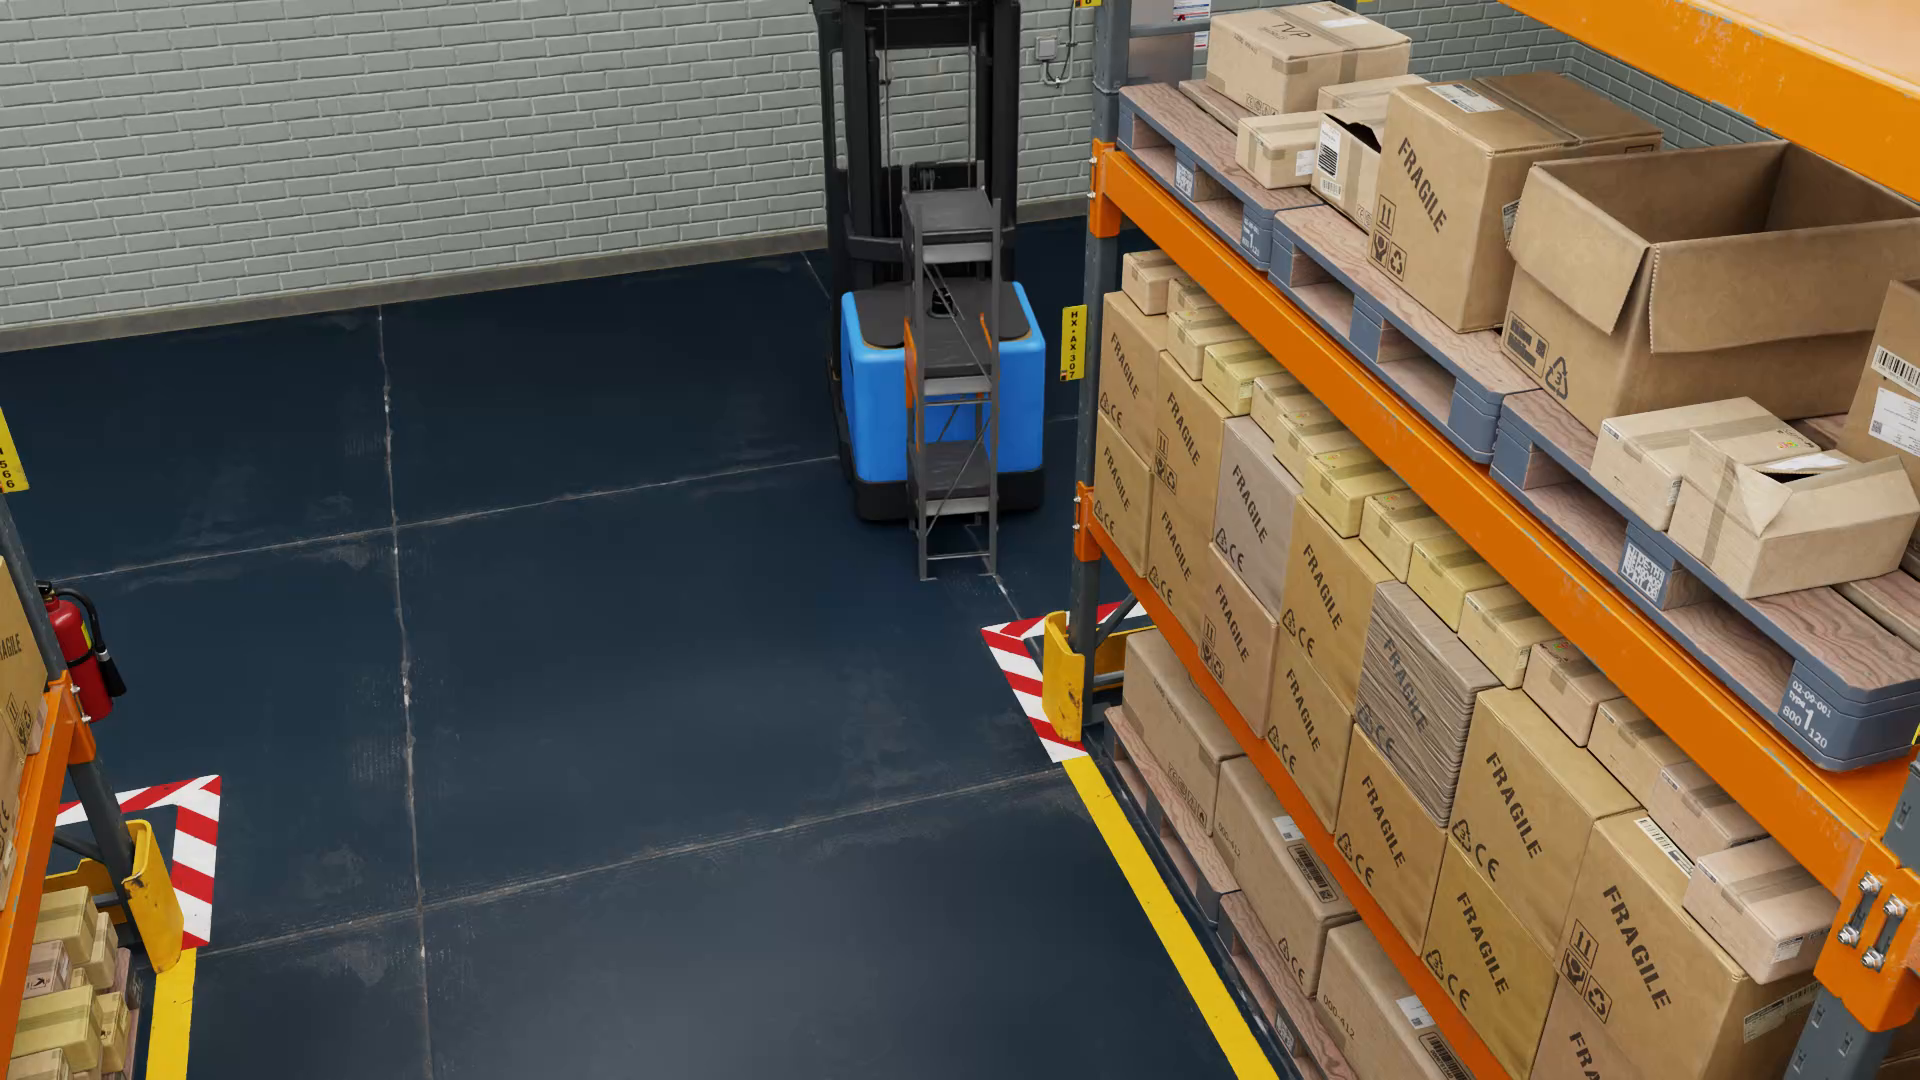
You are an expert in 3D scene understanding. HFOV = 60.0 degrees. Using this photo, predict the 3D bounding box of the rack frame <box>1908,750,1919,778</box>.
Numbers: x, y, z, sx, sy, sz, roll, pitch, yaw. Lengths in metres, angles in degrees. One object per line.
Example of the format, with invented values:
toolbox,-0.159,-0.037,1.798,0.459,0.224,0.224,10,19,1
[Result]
rack frame,2.207,-0.889,2.253,1.000,3.000,0.127,-10,35,-15

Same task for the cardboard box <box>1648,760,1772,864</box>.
cardboard box,1.833,0.619,3.825,0.380,0.149,0.250,-9,35,-14

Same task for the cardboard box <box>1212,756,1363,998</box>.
cardboard box,1.571,1.216,6.451,0.875,0.438,0.875,-9,35,-13

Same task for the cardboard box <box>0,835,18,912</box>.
cardboard box,-3.097,1.024,5.028,0.380,0.149,0.250,-9,35,-13

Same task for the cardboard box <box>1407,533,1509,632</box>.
cardboard box,1.480,0.094,4.620,0.380,0.149,0.250,-11,35,-16

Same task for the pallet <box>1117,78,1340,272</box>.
pallet,1.223,-1.313,5.696,1.003,0.211,1.213,-10,35,-15

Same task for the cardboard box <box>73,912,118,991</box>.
cardboard box,-3.263,1.518,5.986,0.380,0.149,0.250,-11,35,-16

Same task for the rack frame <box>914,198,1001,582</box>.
rack frame,-0.011,-0.675,8.186,0.400,2.100,0.015,-5,34,-7

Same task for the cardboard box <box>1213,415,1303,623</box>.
cardboard box,1.191,-0.106,5.512,0.500,0.500,0.500,-10,35,-15

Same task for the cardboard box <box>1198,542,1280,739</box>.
cardboard box,1.179,0.303,5.799,0.500,0.500,0.500,-10,35,-15

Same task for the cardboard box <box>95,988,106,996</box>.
cardboard box,-3.337,1.655,6.050,0.380,0.149,0.250,-9,35,-14

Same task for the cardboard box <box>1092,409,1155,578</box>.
cardboard box,0.860,-0.228,6.603,0.500,0.500,0.500,-10,35,-15

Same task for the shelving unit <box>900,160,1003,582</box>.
shelving unit,-0.046,-0.808,8.387,0.431,2.100,0.503,-5,34,-7

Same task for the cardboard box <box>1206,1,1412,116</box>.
cardboard box,1.210,-1.671,5.821,0.500,0.250,0.500,-13,36,-19

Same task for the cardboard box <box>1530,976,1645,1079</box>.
cardboard box,1.822,1.371,4.182,0.500,0.500,0.500,-10,35,-14

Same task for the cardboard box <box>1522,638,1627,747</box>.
cardboard box,1.672,0.357,4.223,0.380,0.149,0.250,-10,35,-15

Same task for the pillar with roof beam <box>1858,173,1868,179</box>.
pillar with roof beam,1.649,-4.669,7.973,9.100,9.000,0.400,-10,35,-15

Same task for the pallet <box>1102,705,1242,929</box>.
pallet,1.306,1.084,7.238,1.003,0.211,1.213,-10,35,-15

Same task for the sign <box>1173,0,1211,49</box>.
sign,1.697,-3.872,12.294,0.329,0.494,0.001,-10,35,-15

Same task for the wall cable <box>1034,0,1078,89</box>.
wall cable,0.592,-4.111,11.649,0.588,1.984,0.122,-10,35,-15

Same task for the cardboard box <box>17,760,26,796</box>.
cardboard box,-3.287,0.764,5.420,0.380,0.149,0.250,-10,35,-15

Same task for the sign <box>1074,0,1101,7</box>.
sign,0.457,-2.045,5.859,0.100,0.325,0.005,-10,35,-15

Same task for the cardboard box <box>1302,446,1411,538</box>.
cardboard box,1.265,-0.162,5.007,0.380,0.149,0.250,-11,35,-16

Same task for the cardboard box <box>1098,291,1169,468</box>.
cardboard box,0.862,-0.645,6.328,0.500,0.500,0.500,-11,35,-16

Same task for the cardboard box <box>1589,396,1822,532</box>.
cardboard box,1.627,-0.170,3.642,0.380,0.149,0.250,-9,35,-14

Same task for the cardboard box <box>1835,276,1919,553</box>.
cardboard box,2.228,-0.241,3.430,0.500,0.500,0.500,-9,35,-14

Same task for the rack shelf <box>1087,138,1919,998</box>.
rack shelf,1.597,-0.388,4.867,1.077,0.370,4.000,-10,35,-15

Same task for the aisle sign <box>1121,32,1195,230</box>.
aisle sign,0.689,-1.560,6.351,0.394,0.787,0.004,-10,35,-15

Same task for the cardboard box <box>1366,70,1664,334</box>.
cardboard box,1.459,-0.913,4.447,0.500,0.500,0.500,-9,35,-14

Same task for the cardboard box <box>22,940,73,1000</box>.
cardboard box,-3.271,1.542,5.681,0.380,0.149,0.250,-9,35,-14

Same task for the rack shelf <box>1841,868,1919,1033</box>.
rack shelf,2.817,1.712,1.689,1.077,0.370,4.000,-10,35,-15

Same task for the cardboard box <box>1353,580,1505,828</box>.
cardboard box,1.489,0.420,4.715,0.500,0.500,0.500,-10,35,-14

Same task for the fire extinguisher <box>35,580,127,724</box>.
fire extinguisher,-3.334,0.377,6.186,0.296,0.674,0.183,-10,35,-15

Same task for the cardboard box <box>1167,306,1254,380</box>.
cardboard box,0.950,-0.702,5.824,0.380,0.149,0.250,-9,34,-13

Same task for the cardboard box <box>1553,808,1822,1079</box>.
cardboard box,1.800,0.953,3.908,0.500,0.500,0.500,-10,35,-15

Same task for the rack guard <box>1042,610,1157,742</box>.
rack guard,0.980,0.544,7.793,1.175,0.500,0.348,-10,35,-15

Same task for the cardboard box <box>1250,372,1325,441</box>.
cardboard box,1.177,-0.437,5.425,0.380,0.149,0.250,-10,35,-14

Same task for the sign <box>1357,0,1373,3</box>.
sign,1.508,-2.158,6.163,0.100,0.325,0.005,-10,35,-15

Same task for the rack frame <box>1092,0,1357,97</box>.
rack frame,0.987,-2.989,5.431,1.000,3.000,0.127,-10,35,-15

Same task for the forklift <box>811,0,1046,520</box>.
forklift,-0.254,-2.129,9.633,1.130,2.935,3.031,-5,34,-7

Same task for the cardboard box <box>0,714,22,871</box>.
cardboard box,-3.162,0.697,4.933,0.500,0.500,0.500,-11,35,-16

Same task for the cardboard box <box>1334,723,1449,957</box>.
cardboard box,1.493,0.841,4.986,0.500,0.500,0.500,-11,35,-15

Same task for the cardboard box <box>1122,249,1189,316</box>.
cardboard box,0.832,-0.983,6.250,0.380,0.149,0.250,-9,35,-14

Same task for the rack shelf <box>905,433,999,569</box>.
rack shelf,-0.046,-0.212,8.781,0.431,0.518,0.480,-5,34,-7

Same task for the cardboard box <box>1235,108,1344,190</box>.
cardboard box,1.100,-1.240,5.261,0.380,0.149,0.250,-9,34,-13

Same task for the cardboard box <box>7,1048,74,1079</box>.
cardboard box,-3.053,1.803,5.285,0.380,0.149,0.250,-11,35,-17

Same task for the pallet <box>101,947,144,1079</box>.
pallet,-3.459,2.035,5.799,1.003,0.211,1.213,-10,35,-15

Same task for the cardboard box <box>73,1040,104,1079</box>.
cardboard box,-3.103,1.791,5.574,0.380,0.149,0.250,-11,35,-17
